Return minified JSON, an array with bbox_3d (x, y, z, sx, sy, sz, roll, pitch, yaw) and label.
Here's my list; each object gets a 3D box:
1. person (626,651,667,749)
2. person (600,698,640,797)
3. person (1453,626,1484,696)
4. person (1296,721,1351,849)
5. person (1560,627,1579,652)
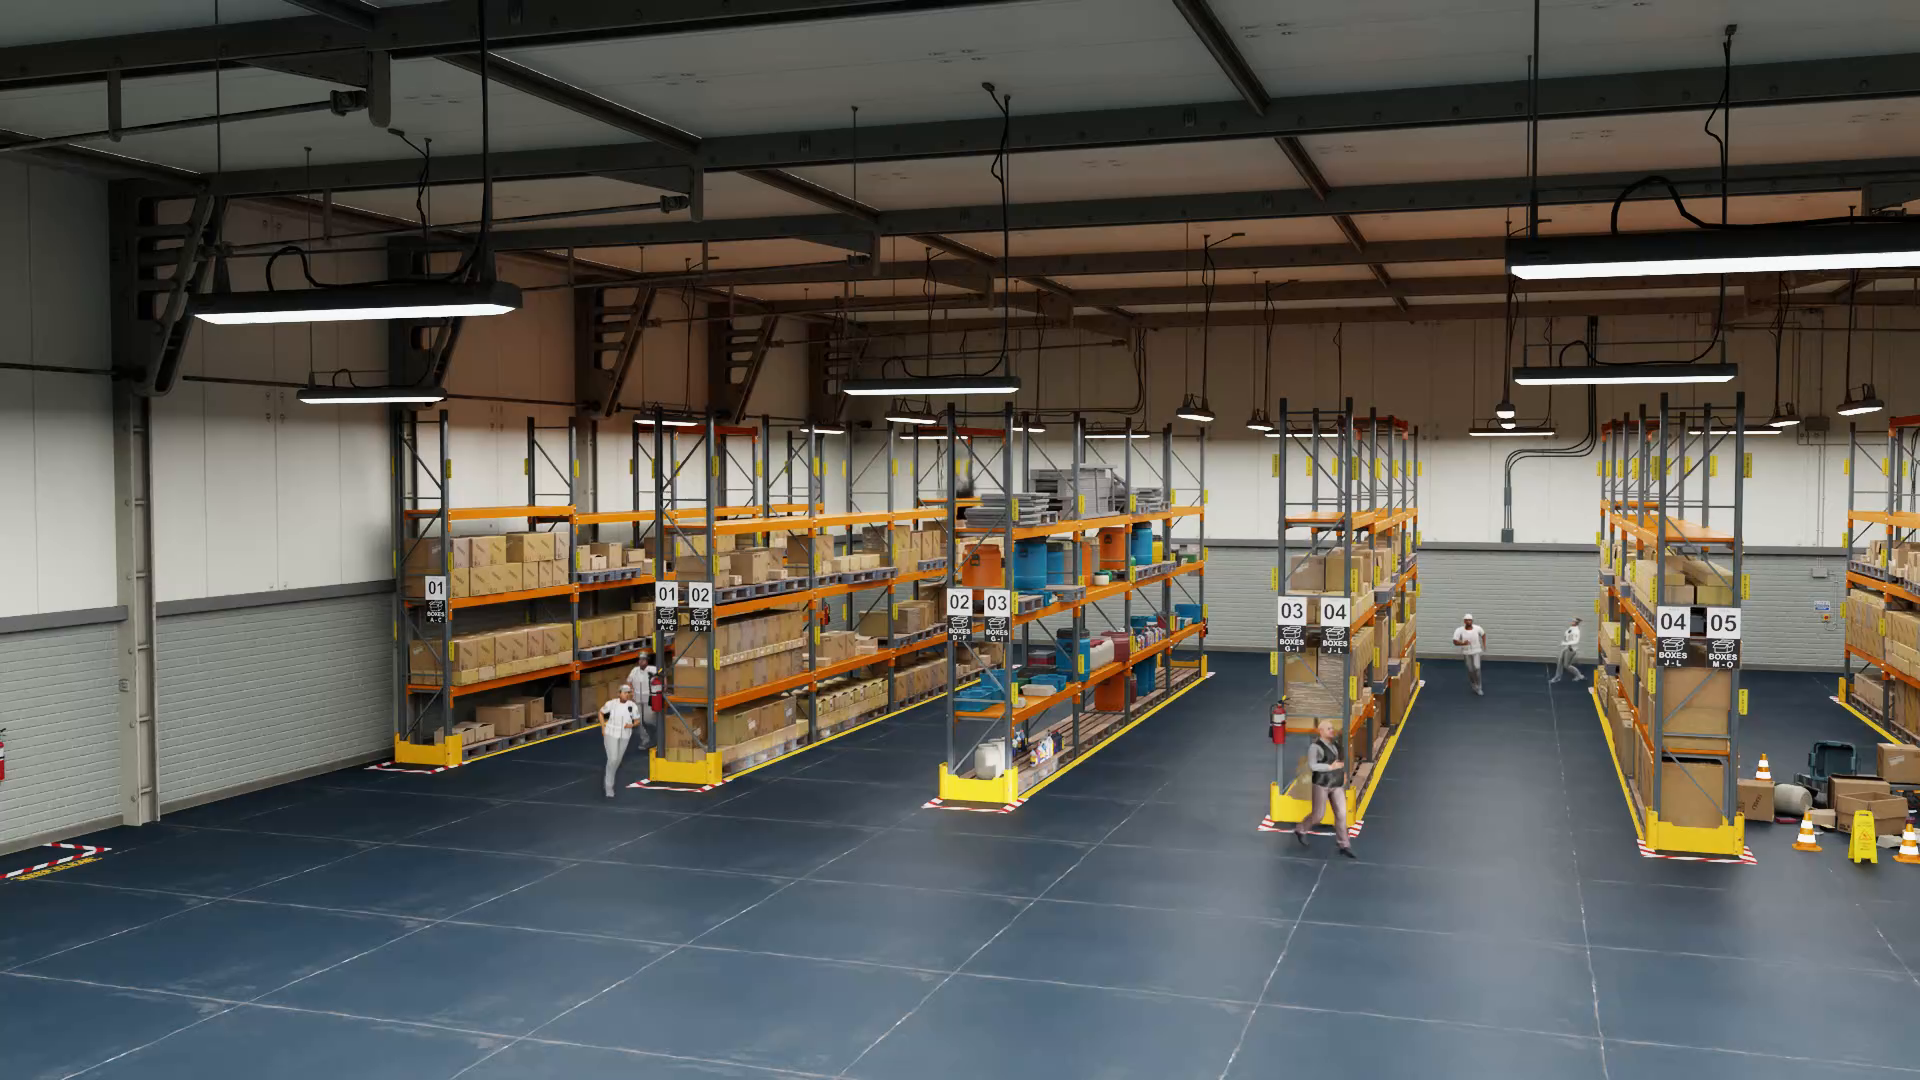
[{"bbox_3d":[-5.630,2.853,29.617,0.715,1.754,0.578,0,2,9],"label":"person"},{"bbox_3d":[-5.282,3.193,25.780,0.606,1.491,0.713,-1,3,-31],"label":"person"},{"bbox_3d":[11.328,2.659,37.051,0.656,1.506,0.863,1,3,16],"label":"person"},{"bbox_3d":[4.724,3.161,21.555,0.658,1.641,0.814,-1,3,-31],"label":"person"},{"bbox_3d":[14.071,2.269,38.434,0.400,0.587,0.503,1,2,12],"label":"person"}]
